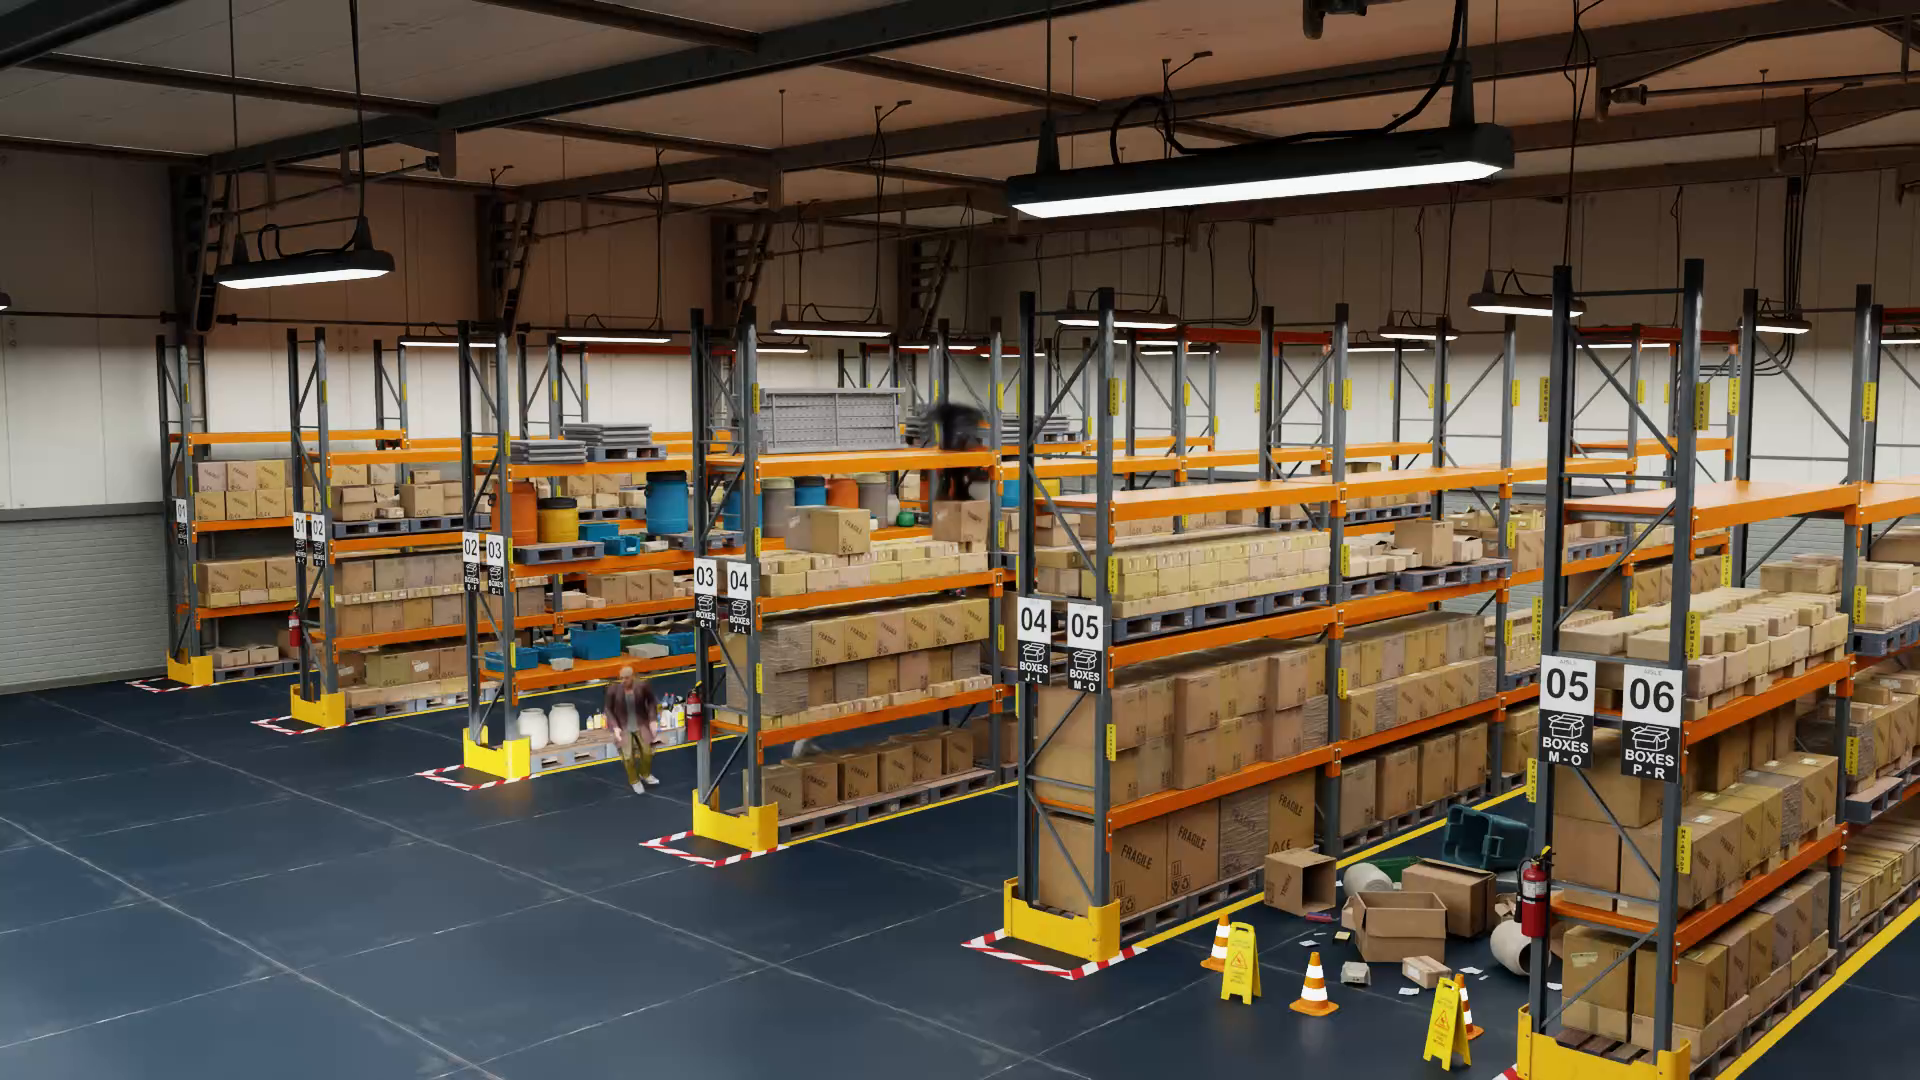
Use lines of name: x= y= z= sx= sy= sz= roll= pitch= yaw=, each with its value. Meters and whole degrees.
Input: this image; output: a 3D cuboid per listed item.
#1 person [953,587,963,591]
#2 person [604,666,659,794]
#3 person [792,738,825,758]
person: x=0.099 y=1.358 z=31.401 sx=0.658 sy=1.728 sz=0.641 roll=5 pitch=7 yaw=44
person: x=-4.147 y=2.370 z=20.994 sx=0.700 sy=1.666 sz=0.786 roll=-2 pitch=6 yaw=-18
person: x=-2.036 y=2.430 z=21.544 sx=0.548 sy=1.480 sz=1.083 roll=3 pitch=6 yaw=25
